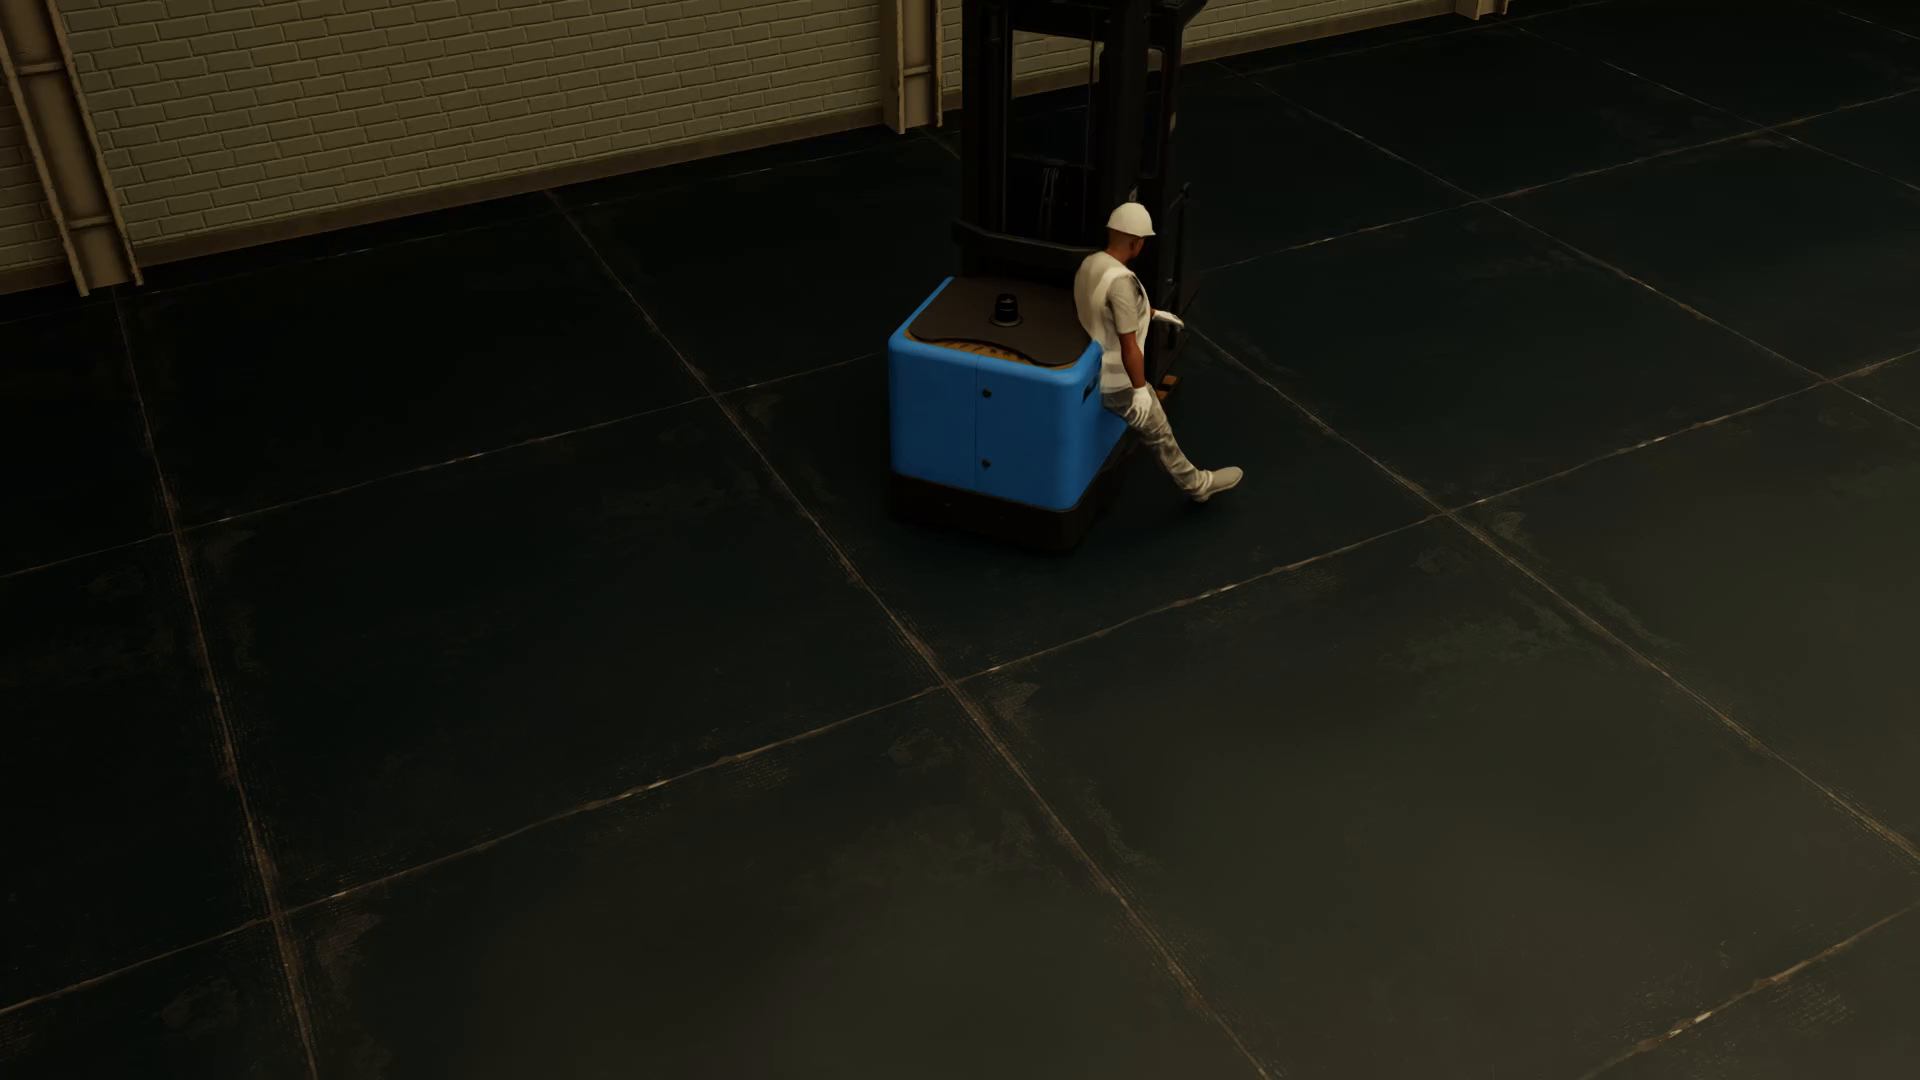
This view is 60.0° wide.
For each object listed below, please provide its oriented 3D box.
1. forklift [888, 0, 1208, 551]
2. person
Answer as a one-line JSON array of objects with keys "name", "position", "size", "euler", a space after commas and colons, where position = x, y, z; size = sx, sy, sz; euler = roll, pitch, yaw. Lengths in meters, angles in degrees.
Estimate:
[{"name": "forklift", "position": [0.666, -1.987, 8.934], "size": [1.130, 2.935, 3.031], "euler": [14, 38, 19]}, {"name": "person", "position": [0.944, -0.932, 8.544], "size": [1.013, 1.679, 0.912], "euler": [-11, 37, -15]}]
